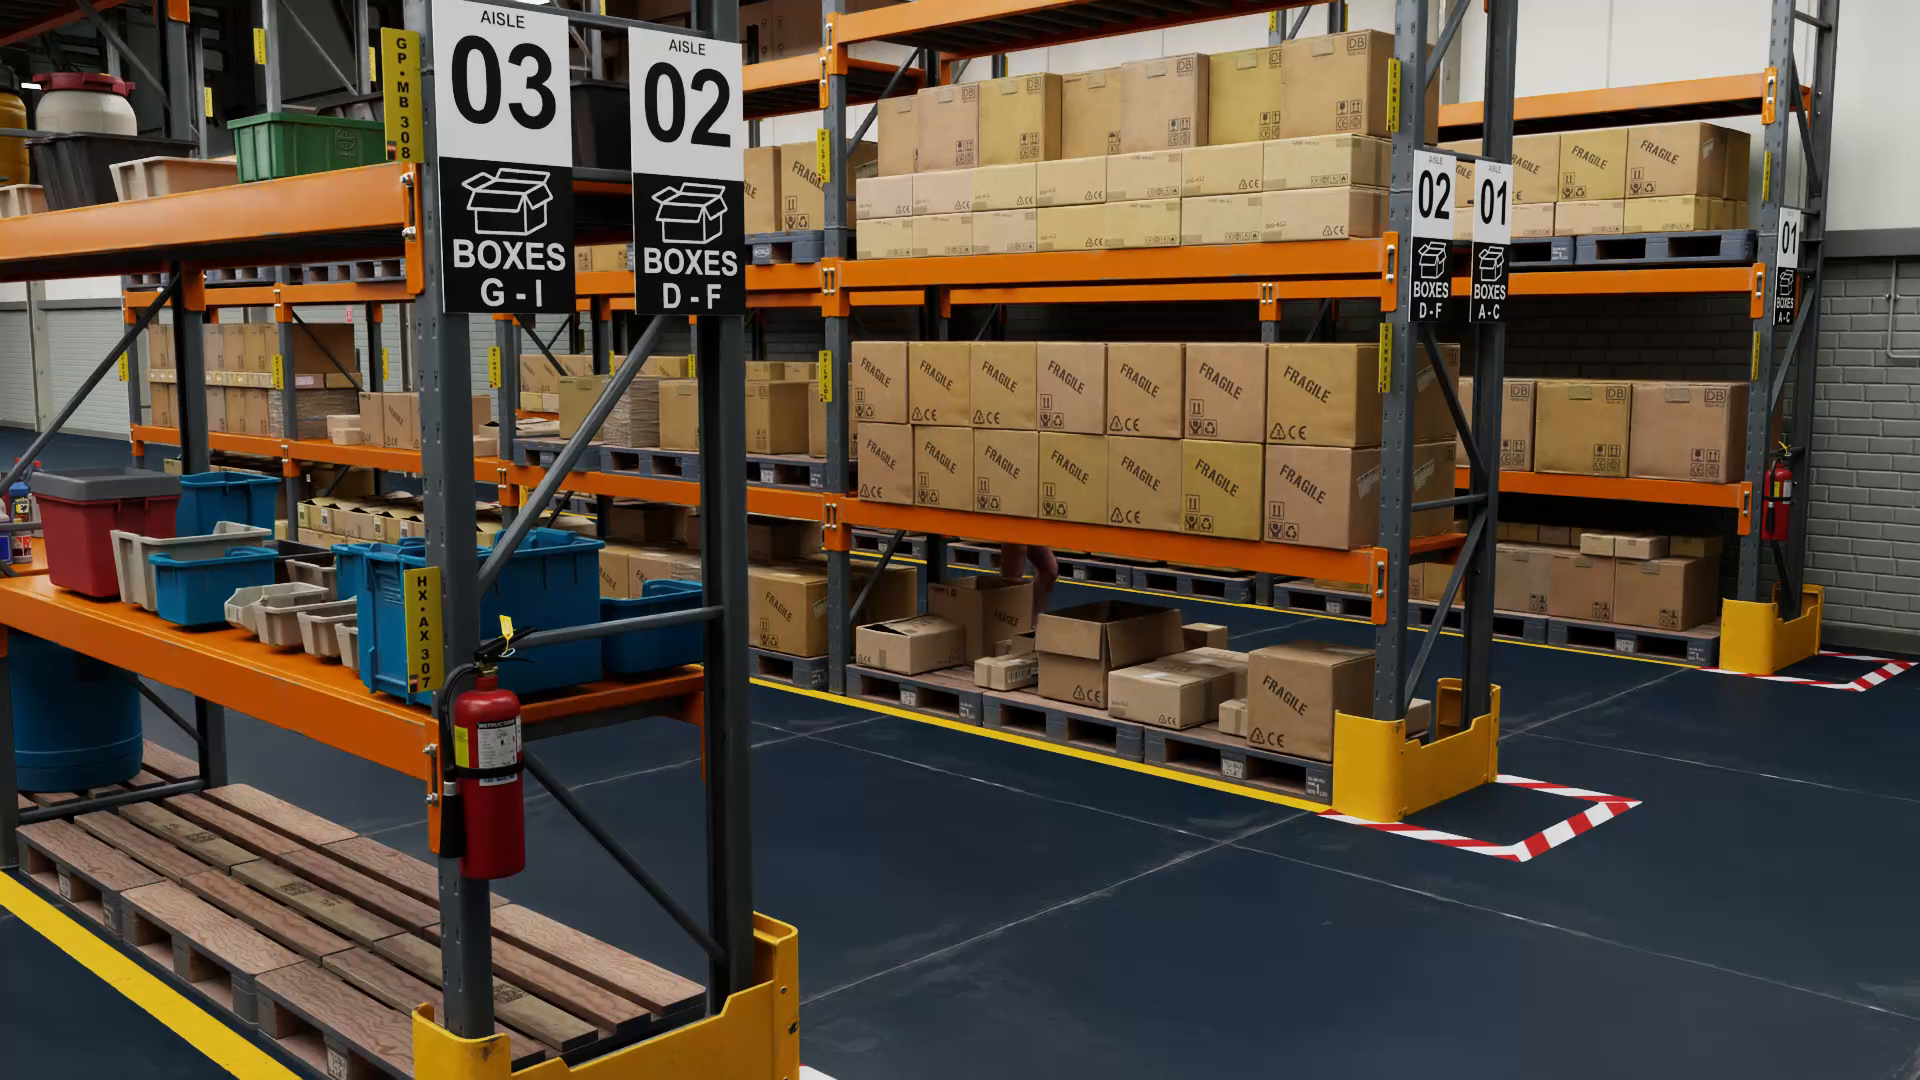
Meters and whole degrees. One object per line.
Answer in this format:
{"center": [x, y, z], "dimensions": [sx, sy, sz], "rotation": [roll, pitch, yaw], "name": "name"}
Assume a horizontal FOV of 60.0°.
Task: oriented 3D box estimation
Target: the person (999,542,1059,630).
{"center": [0.455, -0.043, 12.587], "dimensions": [0.534, 1.673, 0.472], "rotation": [2, 7, 15], "name": "person"}
